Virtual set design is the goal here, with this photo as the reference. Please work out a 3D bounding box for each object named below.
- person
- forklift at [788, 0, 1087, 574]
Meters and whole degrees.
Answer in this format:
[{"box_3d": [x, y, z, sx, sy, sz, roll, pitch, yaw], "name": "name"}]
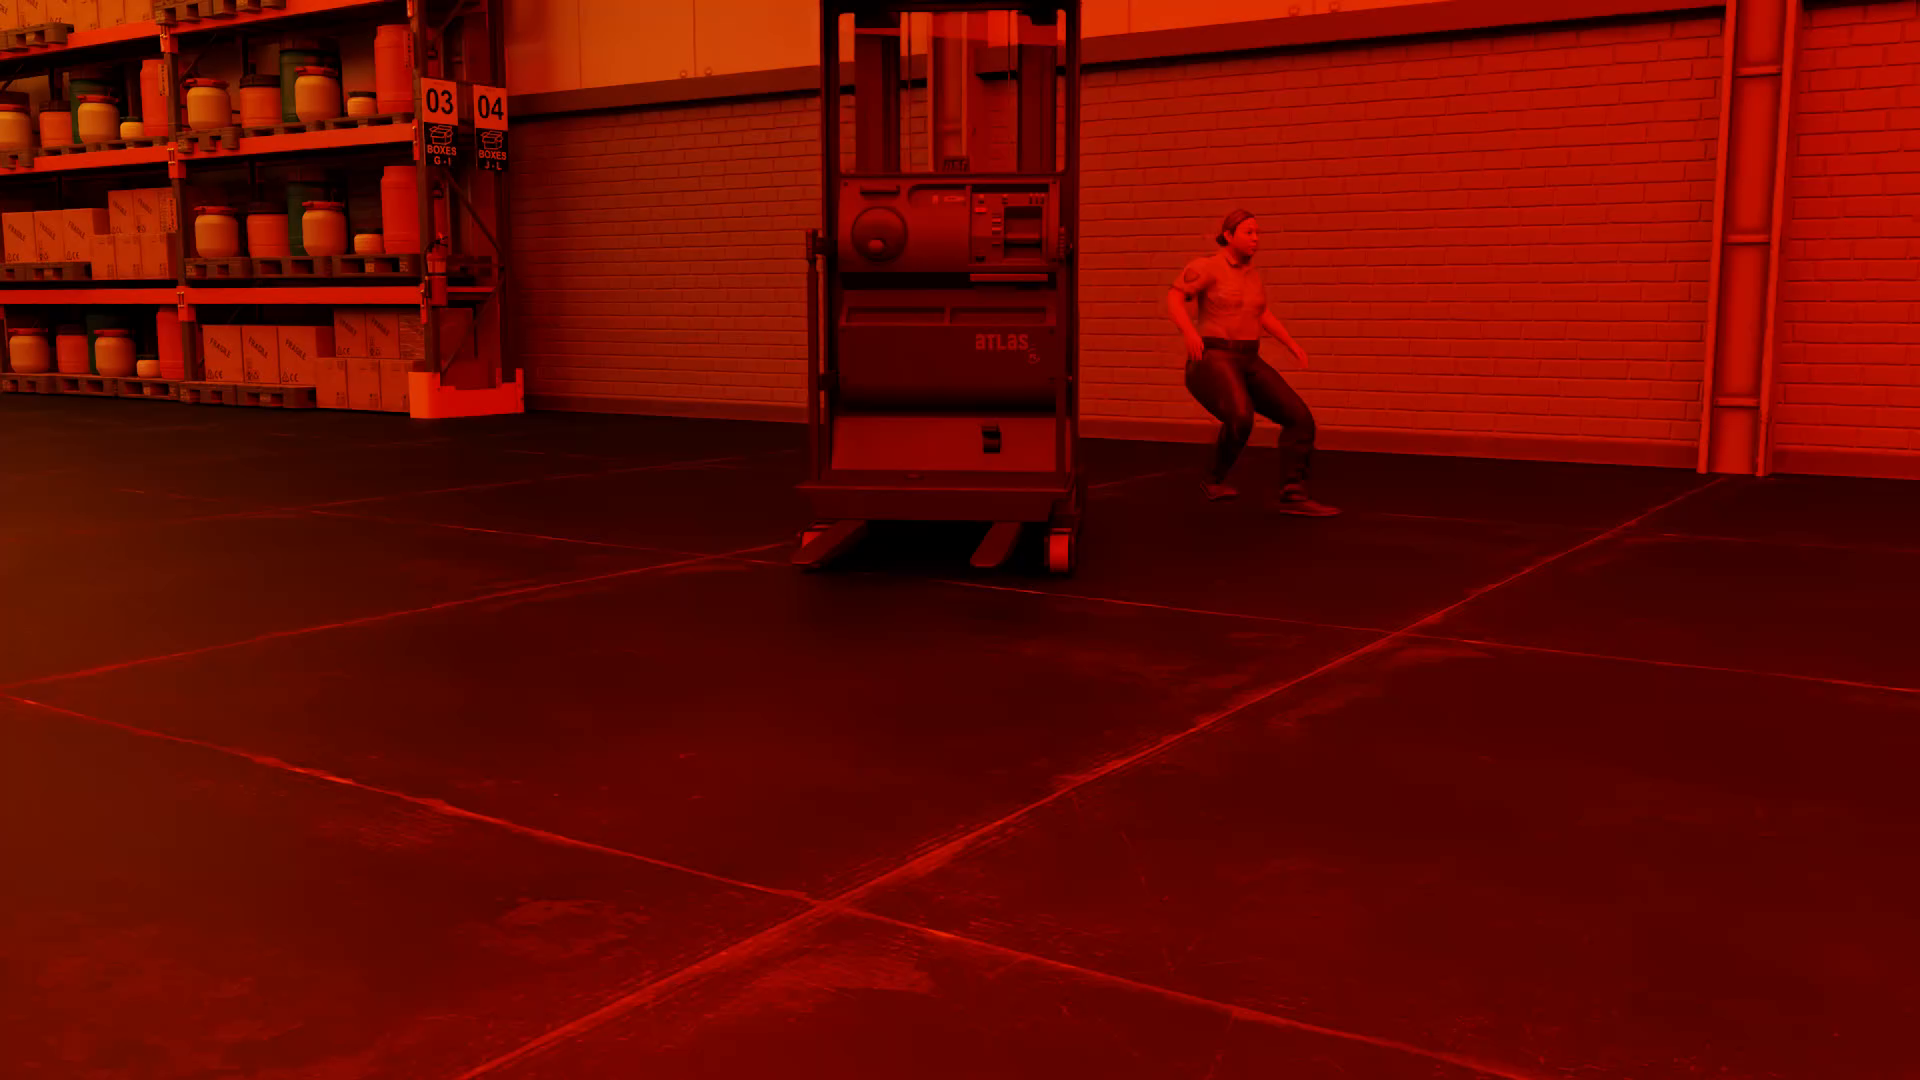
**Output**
[{"box_3d": [1.444, -0.873, 8.292, 0.903, 1.534, 0.603, -6, 10, -37], "name": "person"}, {"box_3d": [-0.067, -1.362, 6.772, 1.130, 2.935, 3.031, 1, 8, 6], "name": "forklift"}]
